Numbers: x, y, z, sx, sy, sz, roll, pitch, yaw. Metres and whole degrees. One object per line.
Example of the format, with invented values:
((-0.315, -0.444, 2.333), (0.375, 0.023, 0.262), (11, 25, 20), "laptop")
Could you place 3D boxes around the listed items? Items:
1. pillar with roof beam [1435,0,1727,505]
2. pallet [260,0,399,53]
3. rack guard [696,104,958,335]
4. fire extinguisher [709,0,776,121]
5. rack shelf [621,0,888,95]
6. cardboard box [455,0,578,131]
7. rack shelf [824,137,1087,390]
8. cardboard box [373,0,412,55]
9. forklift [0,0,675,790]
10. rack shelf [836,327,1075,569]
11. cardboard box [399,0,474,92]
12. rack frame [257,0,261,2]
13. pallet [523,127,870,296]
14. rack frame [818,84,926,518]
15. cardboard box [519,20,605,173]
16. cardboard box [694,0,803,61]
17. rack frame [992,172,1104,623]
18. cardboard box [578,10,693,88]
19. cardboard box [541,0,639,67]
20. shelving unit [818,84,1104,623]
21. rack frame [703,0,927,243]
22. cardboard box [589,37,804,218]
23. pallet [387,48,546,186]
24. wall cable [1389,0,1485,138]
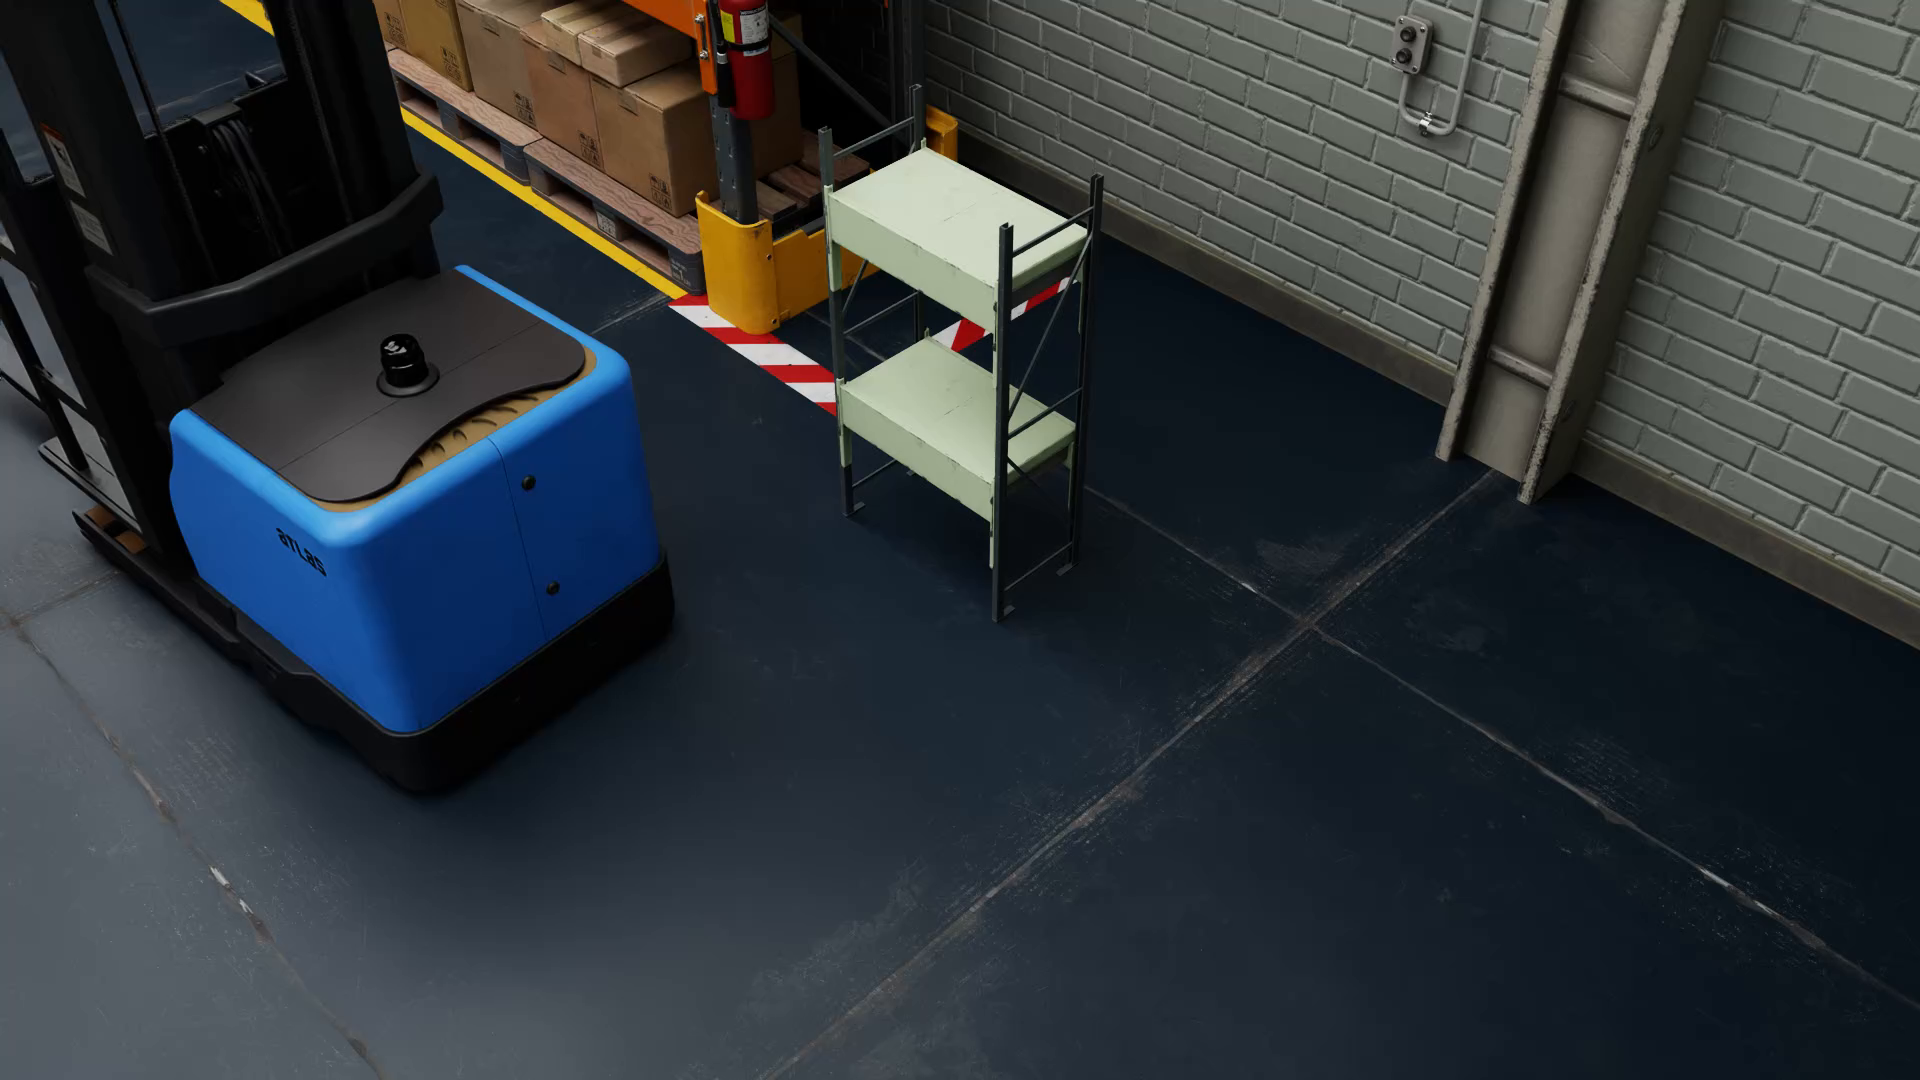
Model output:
((-1.064, -1.531, 0.776), (9.100, 9.000, 0.400), (-34, 53, -31), "pillar with roof beam")
((-2.878, -2.769, 8.591), (1.003, 0.211, 1.213), (-34, 53, -31), "pallet")
((-0.518, -1.344, 6.836), (1.175, 0.500, 0.348), (-34, 53, -31), "rack guard")
((-0.755, -1.815, 5.836), (0.296, 0.674, 0.183), (-34, 53, -31), "fire extinguisher")
((-1.947, -2.971, 7.285), (1.077, 0.370, 4.000), (-34, 53, -31), "rack shelf")
((-1.809, -2.280, 7.540), (0.500, 0.500, 0.700), (32, 52, 30), "cardboard box")
((-0.005, -0.841, 4.980), (0.431, 0.370, 0.720), (-34, 53, -31), "rack shelf")
((-2.552, -2.781, 8.081), (0.500, 0.500, 0.700), (34, 52, 31), "cardboard box")
((-2.379, -1.197, 4.886), (3.031, 2.935, 1.130), (30, 50, 28), "forklift")
((-0.005, -0.315, 5.466), (0.431, 0.370, 0.720), (-34, 53, -31), "rack shelf")
((-2.191, -2.533, 7.813), (0.700, 0.500, 0.500), (-33, 52, -30), "cardboard box")
((-3.360, -4.196, 8.080), (1.000, 3.000, 0.127), (-34, 53, -31), "rack frame")
((-1.155, -1.596, 7.322), (1.003, 0.211, 1.213), (-34, 53, -31), "pallet")
((-0.263, -0.730, 5.435), (0.400, 1.500, 0.023), (-34, 53, -31), "rack frame")
((-1.453, -2.039, 7.279), (0.500, 0.500, 0.700), (34, 53, 31), "cardboard box")
((-0.870, -2.072, 6.837), (0.380, 0.149, 0.250), (-34, 52, -31), "cardboard box")
((0.254, -0.378, 5.054), (0.400, 1.500, 0.023), (-34, 53, -31), "rack frame")
((-1.320, -2.011, 6.771), (0.250, 0.149, 0.380), (34, 52, 31), "cardboard box")
((-1.501, -2.133, 6.903), (0.380, 0.149, 0.250), (-33, 52, -30), "cardboard box")
((-0.005, -0.554, 5.244), (0.431, 1.500, 0.755), (-34, 53, -31), "shelving unit")
((-0.535, -2.274, 6.000), (1.000, 3.000, 0.127), (-34, 53, -31), "rack frame")
((-1.100, -1.798, 7.018), (0.700, 0.500, 0.500), (-34, 53, -31), "cardboard box")
((-2.012, -2.182, 7.956), (1.003, 0.211, 1.213), (-34, 53, -31), "pallet")
((1.039, -2.485, 5.480), (0.084, 1.984, 1.851), (-34, 53, -31), "wall cable")
